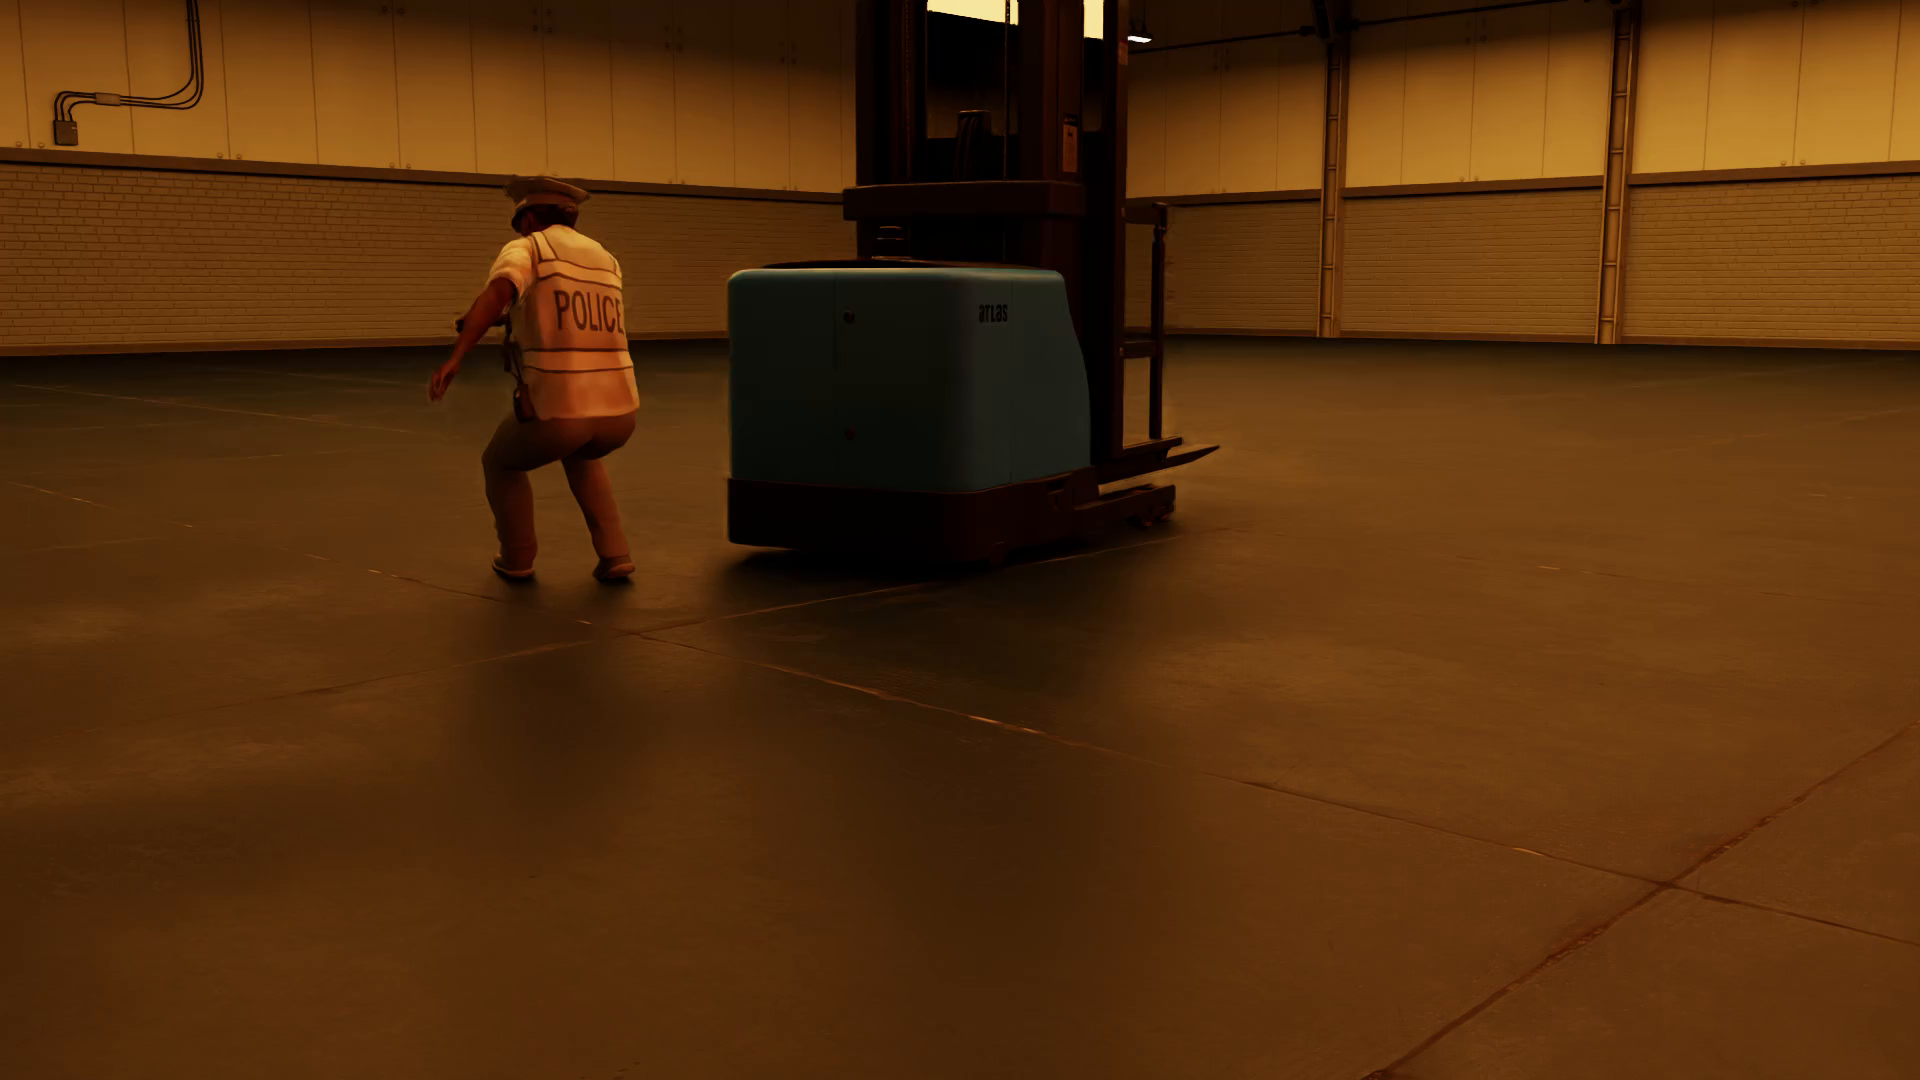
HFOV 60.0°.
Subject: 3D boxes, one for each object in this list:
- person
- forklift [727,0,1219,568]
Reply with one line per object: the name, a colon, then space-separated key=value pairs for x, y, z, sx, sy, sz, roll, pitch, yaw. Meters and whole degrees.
person: x=-1.480 y=-0.463 z=5.428 sx=0.913 sy=1.407 sz=0.972 roll=8 pitch=12 yaw=44
forklift: x=0.285 y=-1.530 z=7.038 sx=1.130 sy=2.935 sz=3.031 roll=5 pitch=10 yaw=28
